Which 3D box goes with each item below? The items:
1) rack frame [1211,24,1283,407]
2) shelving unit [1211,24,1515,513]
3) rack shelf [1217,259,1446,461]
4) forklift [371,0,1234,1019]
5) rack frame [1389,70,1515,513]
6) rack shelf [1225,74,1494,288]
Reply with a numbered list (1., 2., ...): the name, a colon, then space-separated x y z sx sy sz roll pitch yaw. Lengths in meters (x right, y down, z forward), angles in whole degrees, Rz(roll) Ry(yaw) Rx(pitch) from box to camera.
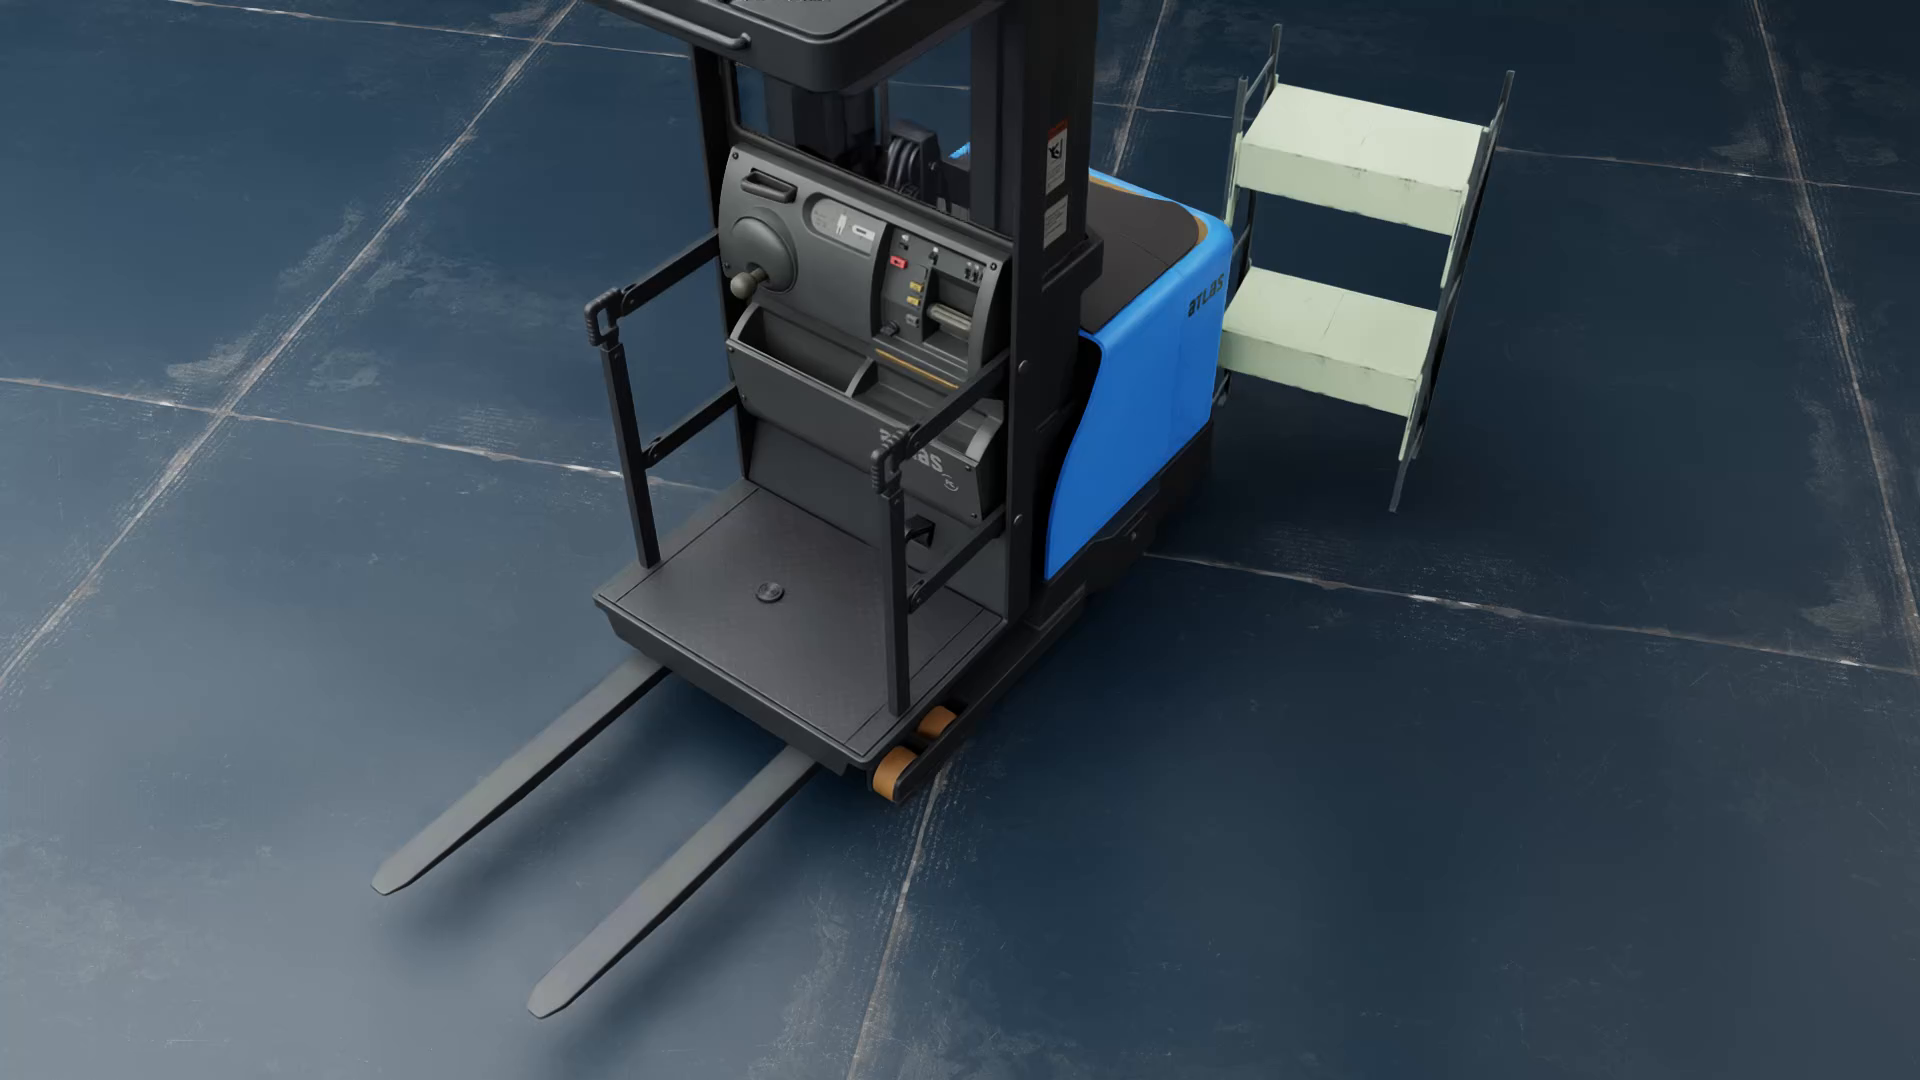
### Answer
1. rack frame: 0.935 -0.975 5.682 0.023 1.500 0.400 17 47 17
2. shelving unit: 1.268 -0.871 5.573 0.755 1.500 0.431 17 47 17
3. rack shelf: 1.268 -0.636 5.799 0.720 0.370 0.431 17 47 17
4. forklift: -0.408 -0.668 4.330 1.130 2.935 3.031 28 50 26
5. rack frame: 1.602 -0.766 5.464 0.023 1.500 0.400 17 47 17
6. rack shelf: 1.268 -1.152 5.302 0.720 0.370 0.431 17 47 17
